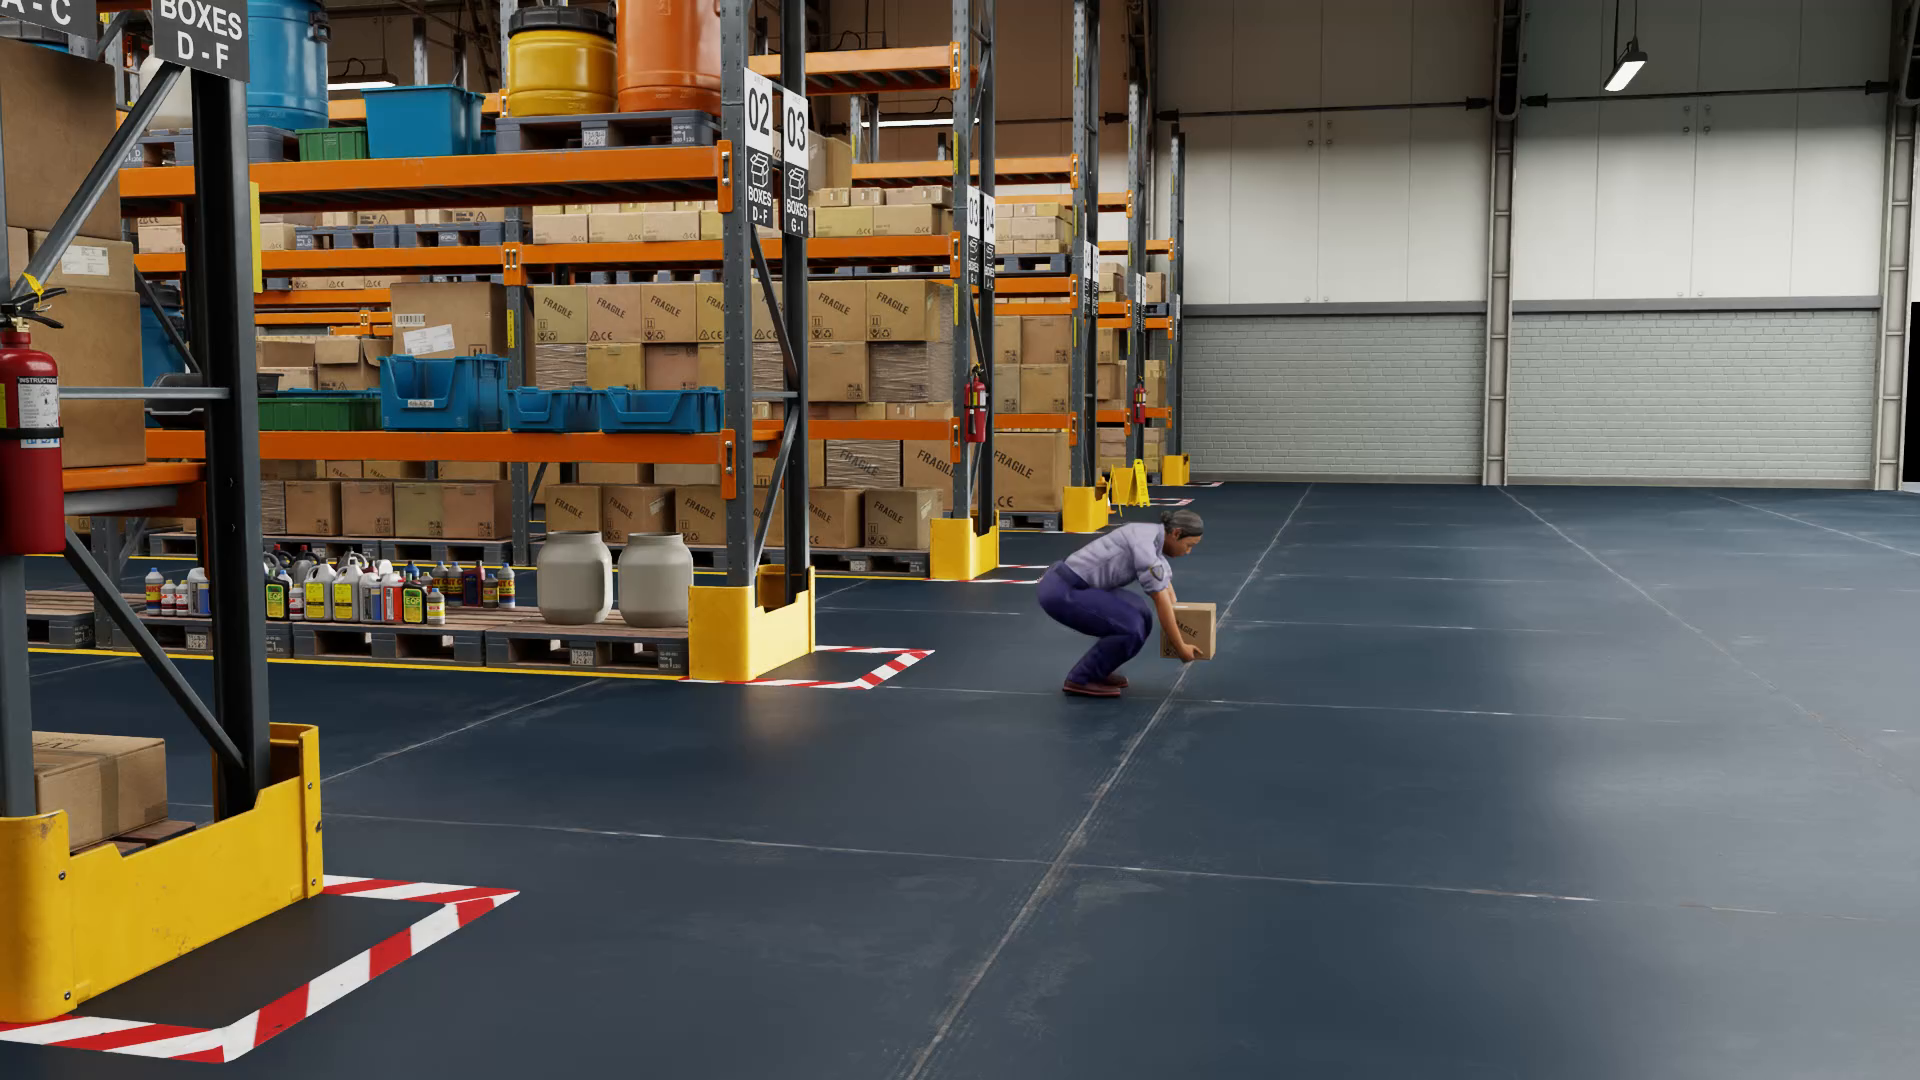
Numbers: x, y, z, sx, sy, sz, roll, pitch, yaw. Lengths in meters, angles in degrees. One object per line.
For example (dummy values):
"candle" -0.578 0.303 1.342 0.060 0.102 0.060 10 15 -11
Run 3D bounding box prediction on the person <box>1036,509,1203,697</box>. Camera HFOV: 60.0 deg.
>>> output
"person" 0.824 0.313 8.429 0.853 0.940 0.510 1 5 12
